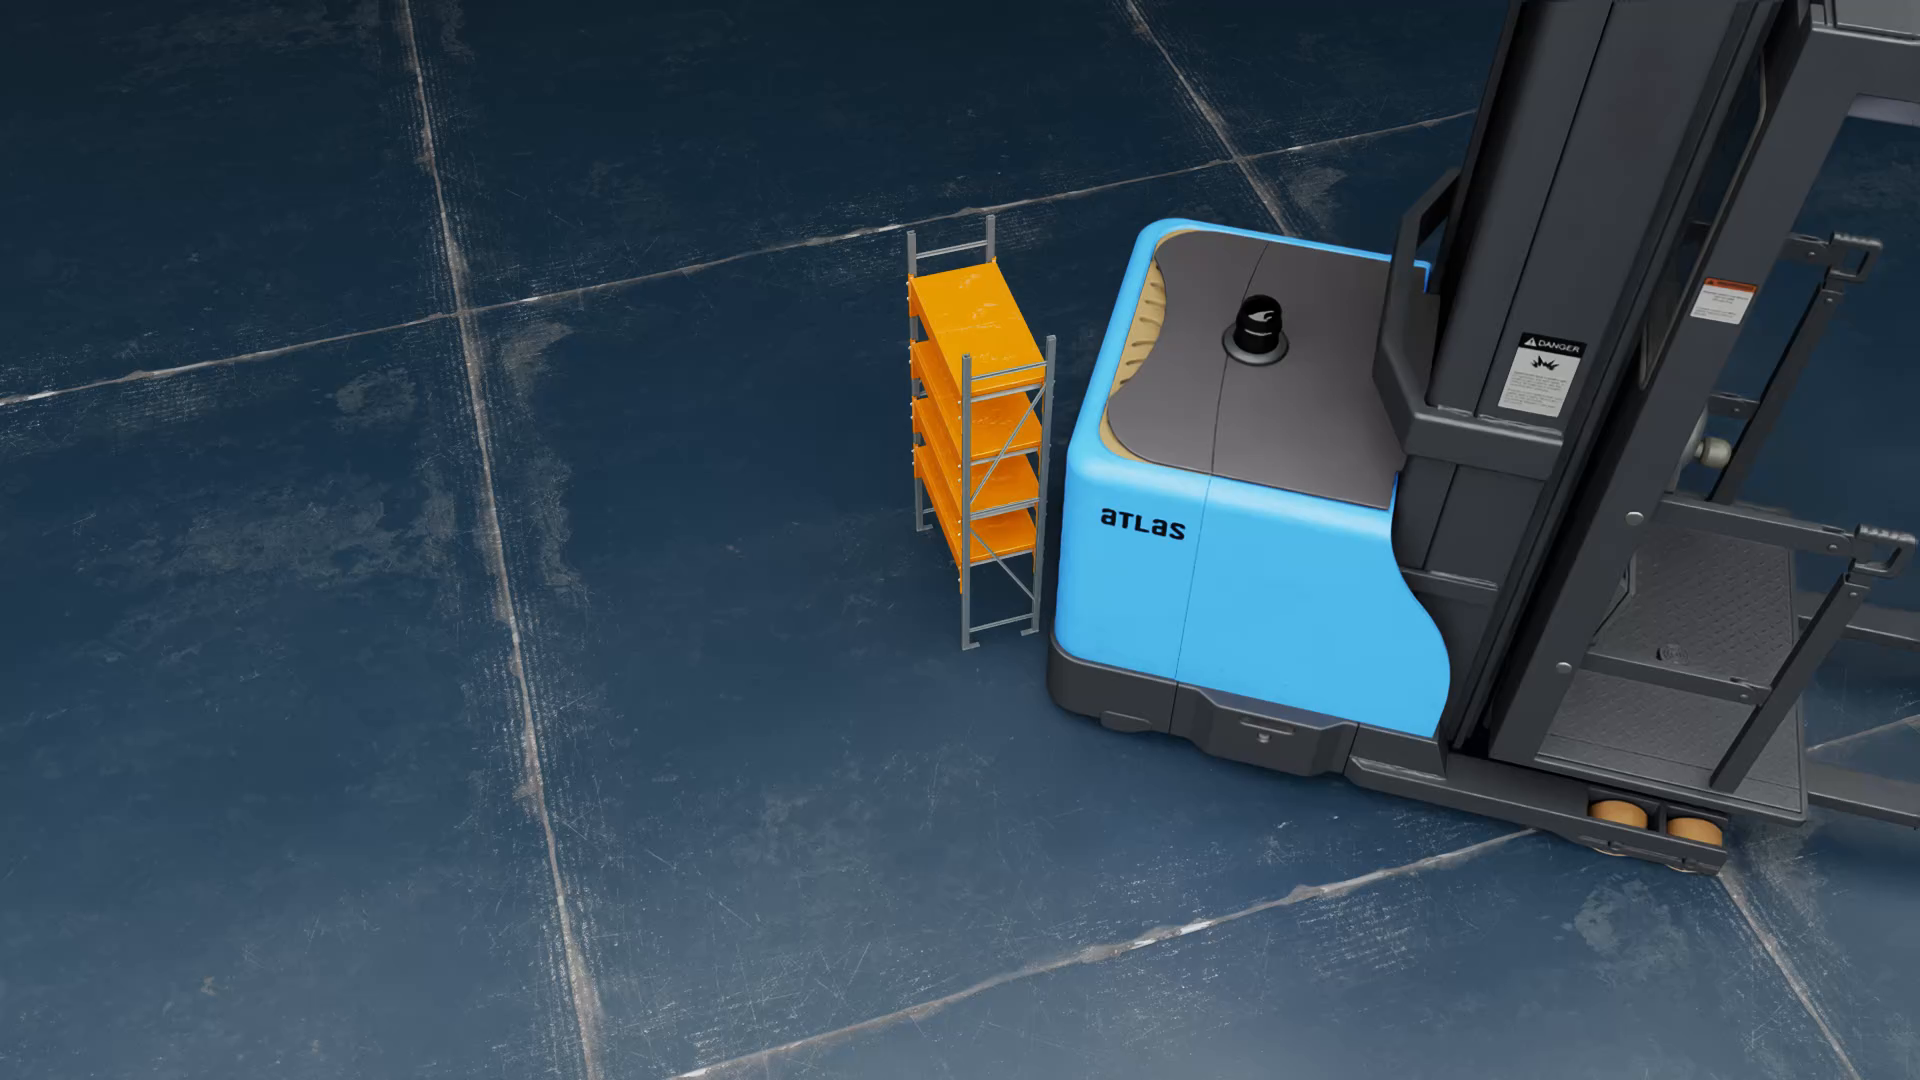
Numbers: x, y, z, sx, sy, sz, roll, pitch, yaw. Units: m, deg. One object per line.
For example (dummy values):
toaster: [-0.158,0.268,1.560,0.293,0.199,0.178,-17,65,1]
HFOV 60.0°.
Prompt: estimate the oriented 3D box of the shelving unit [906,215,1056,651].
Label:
shelving unit: [0.049,-0.266,4.689,0.258,1.200,0.503,-13,51,-11]

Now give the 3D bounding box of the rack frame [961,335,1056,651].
rack frame: [0.121,-0.088,4.539,0.240,1.200,0.015,-13,51,-11]

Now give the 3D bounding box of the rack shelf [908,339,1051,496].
rack shelf: [0.049,-0.367,4.570,0.258,0.148,0.480,-13,51,-11]

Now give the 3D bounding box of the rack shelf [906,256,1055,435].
rack shelf: [0.049,-0.519,4.389,0.258,0.148,0.480,-13,51,-11]

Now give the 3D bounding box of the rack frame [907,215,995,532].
rack frame: [-0.023,-0.444,4.840,0.240,1.200,0.015,-13,51,-11]

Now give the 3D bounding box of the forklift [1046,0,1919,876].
forklift: [1.824,-0.502,3.756,3.031,2.935,1.130,12,51,10]

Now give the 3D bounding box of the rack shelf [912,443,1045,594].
rack shelf: [0.049,-0.094,4.893,0.258,0.148,0.480,-13,51,-11]

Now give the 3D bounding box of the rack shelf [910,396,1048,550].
rack shelf: [0.049,-0.222,4.741,0.258,0.148,0.480,-13,51,-11]
